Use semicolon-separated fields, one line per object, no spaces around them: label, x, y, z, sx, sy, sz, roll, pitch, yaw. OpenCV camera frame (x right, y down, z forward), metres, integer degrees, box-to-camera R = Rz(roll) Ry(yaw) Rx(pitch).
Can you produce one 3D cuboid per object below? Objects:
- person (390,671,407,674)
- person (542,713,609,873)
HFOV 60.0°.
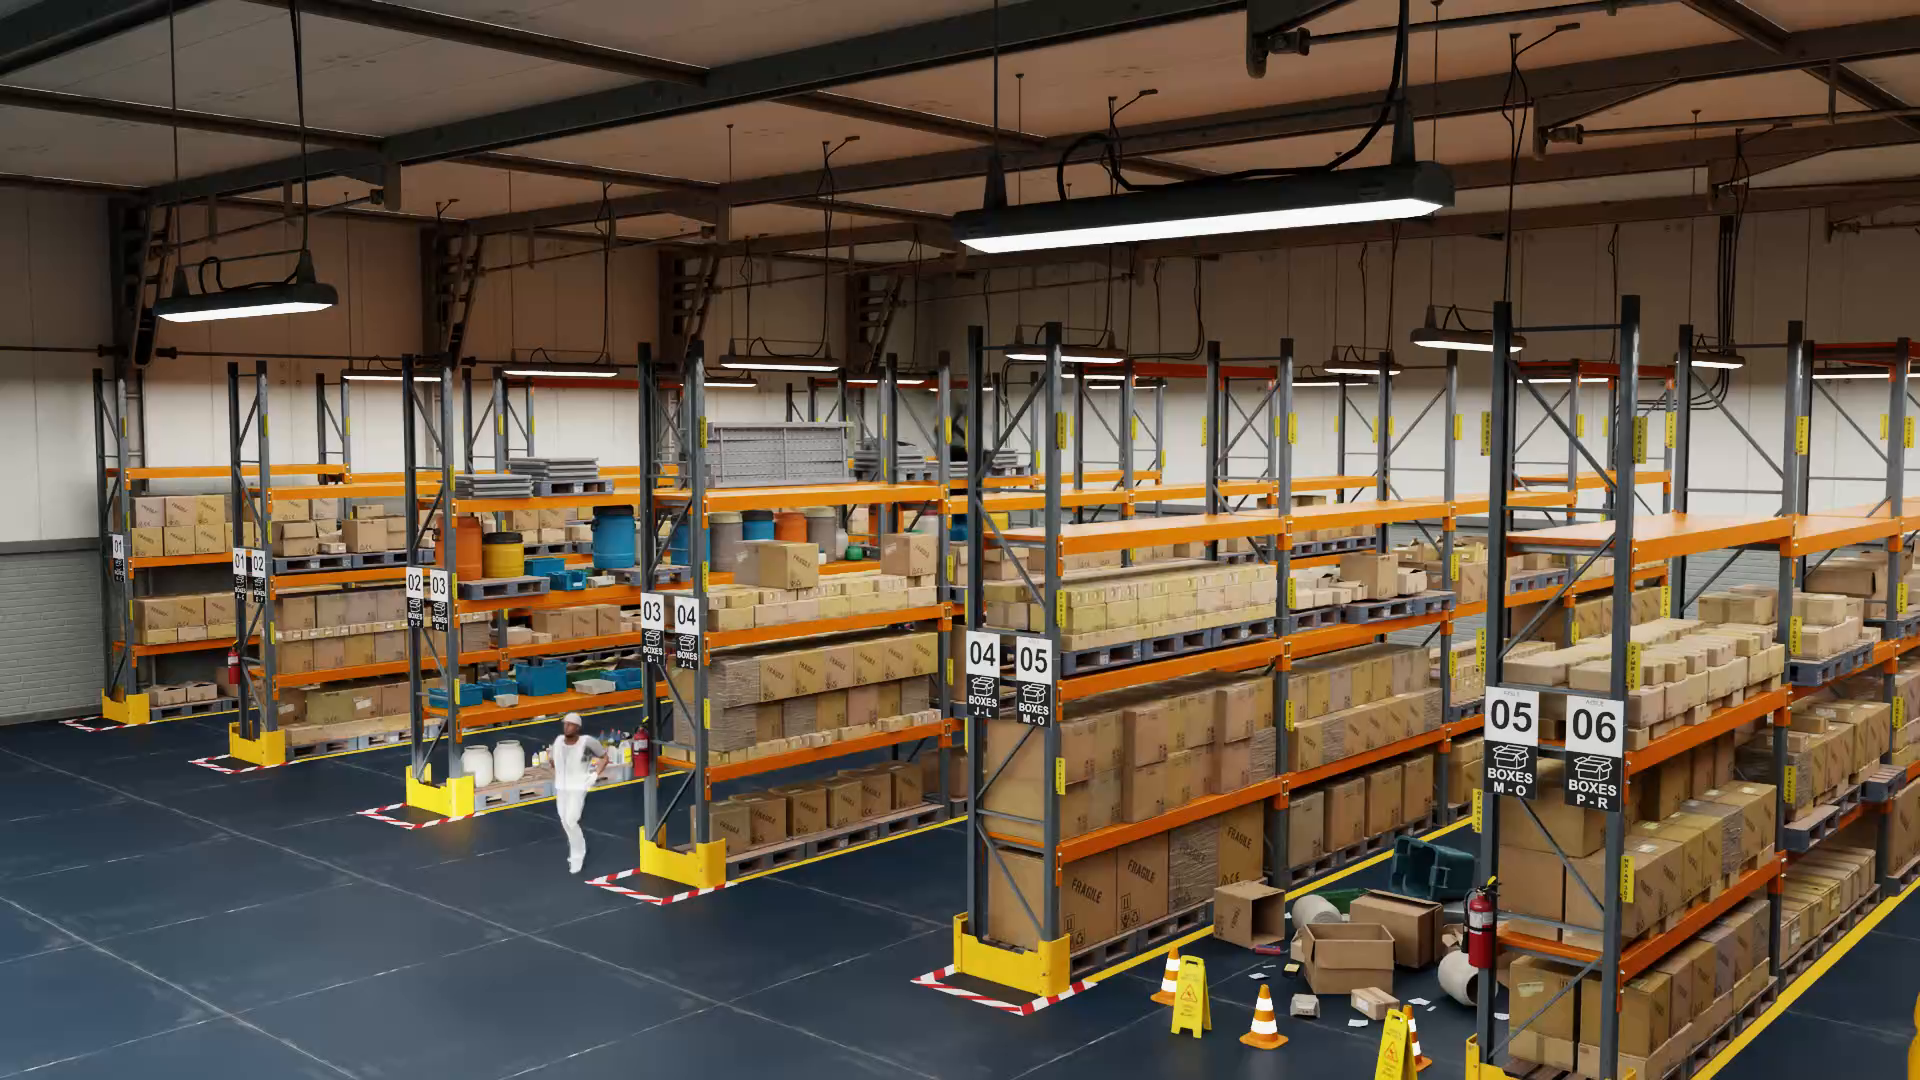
person;-9.594;2.151;28.811;0.627;1.825;0.869;3;5;34
person;-4.456;2.888;19.019;0.679;1.827;0.659;2;5;24
